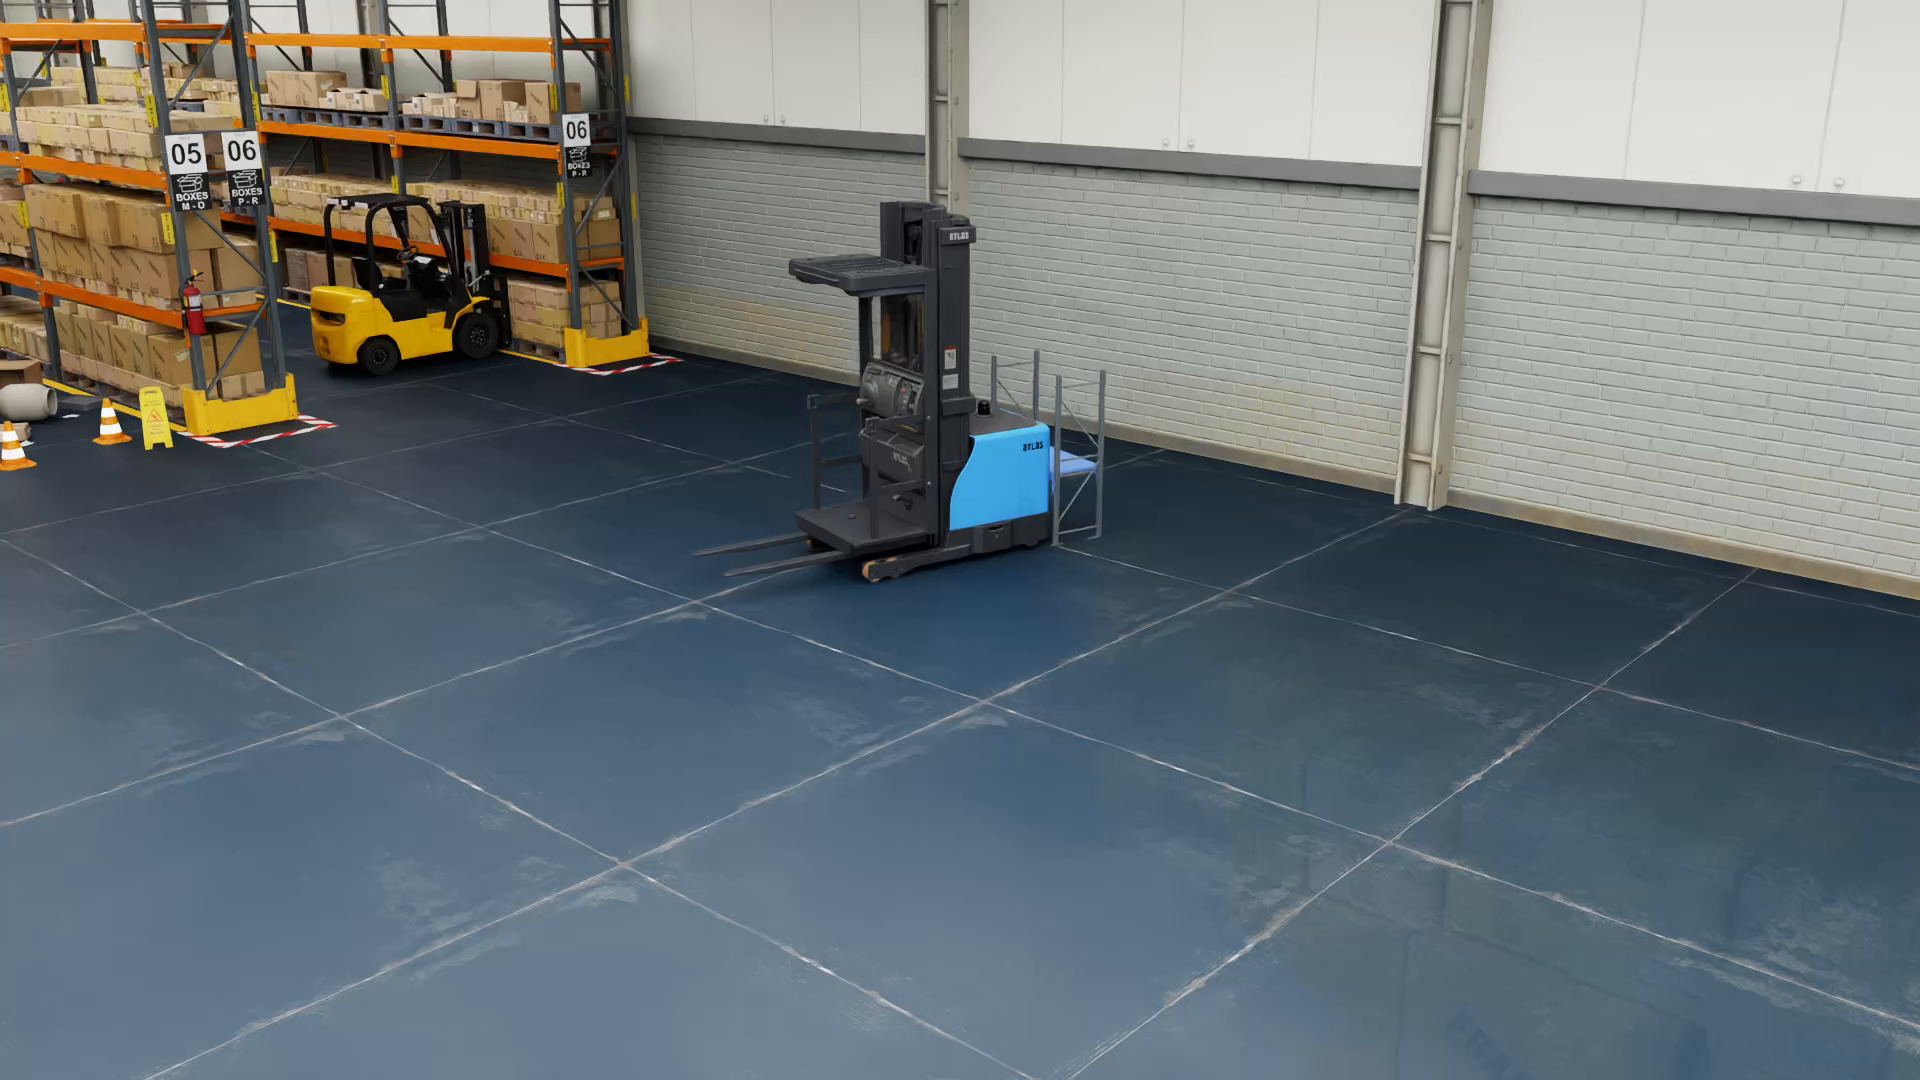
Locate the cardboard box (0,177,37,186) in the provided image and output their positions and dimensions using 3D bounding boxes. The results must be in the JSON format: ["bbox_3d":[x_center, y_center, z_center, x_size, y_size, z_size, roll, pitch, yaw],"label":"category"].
[{"bbox_3d":[-12.572,-4.755,22.211,0.250,0.149,0.380,14,22,37],"label":"cardboard box"}]

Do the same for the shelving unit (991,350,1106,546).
[{"bbox_3d":[0.762,-0.837,14.769,0.538,1.500,1.048,-10,20,-30],"label":"shelving unit"}]

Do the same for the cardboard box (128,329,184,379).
[{"bbox_3d":[-9.164,-2.167,19.093,0.500,0.500,0.500,16,24,41],"label":"cardboard box"}]

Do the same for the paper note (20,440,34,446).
[{"bbox_3d":[-10.028,-1.039,17.834,0.142,0.019,0.148,7,19,21],"label":"paper note"}]

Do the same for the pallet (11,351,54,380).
[{"bbox_3d":[-11.575,-2.344,21.650,1.213,0.211,1.003,15,23,39],"label":"pallet"}]

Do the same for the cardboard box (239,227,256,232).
[{"bbox_3d":[-12.220,-5.306,28.739,0.250,0.149,0.380,15,23,40],"label":"cardboard box"}]

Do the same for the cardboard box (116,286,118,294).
[{"bbox_3d":[-9.552,-2.933,19.309,0.250,0.149,0.380,15,23,39],"label":"cardboard box"}]

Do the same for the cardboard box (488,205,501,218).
[{"bbox_3d":[-6.129,-4.453,22.447,0.250,0.149,0.380,15,23,40],"label":"cardboard box"}]

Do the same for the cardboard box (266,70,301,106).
[{"bbox_3d":[-10.311,-6.969,25.628,0.500,0.500,0.500,15,23,40],"label":"cardboard box"}]

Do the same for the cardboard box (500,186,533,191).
[{"bbox_3d":[-6.155,-4.822,23.117,0.250,0.149,0.380,16,24,41],"label":"cardboard box"}]

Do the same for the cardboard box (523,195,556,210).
[{"bbox_3d":[-5.534,-4.450,21.945,0.250,0.149,0.380,16,23,40],"label":"cardboard box"}]

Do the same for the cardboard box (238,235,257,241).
[{"bbox_3d":[-11.788,-4.978,27.704,0.250,0.149,0.380,16,24,41],"label":"cardboard box"}]

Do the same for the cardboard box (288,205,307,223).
[{"bbox_3d":[-10.149,-5.126,26.054,0.500,0.250,0.500,14,23,38],"label":"cardboard box"}]

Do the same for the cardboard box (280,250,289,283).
[{"bbox_3d":[-11.150,-4.489,27.237,0.500,0.500,0.500,16,24,41],"label":"cardboard box"}]

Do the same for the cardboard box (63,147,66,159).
[{"bbox_3d":[-10.150,-4.504,19.301,0.250,0.149,0.380,14,22,38],"label":"cardboard box"}]

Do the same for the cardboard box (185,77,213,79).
[{"bbox_3d":[-12.981,-7.818,28.394,0.250,0.149,0.380,14,23,38],"label":"cardboard box"}]

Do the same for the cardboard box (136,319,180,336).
[{"bbox_3d":[-9.091,-2.431,18.852,0.250,0.149,0.380,16,24,41],"label":"cardboard box"}]

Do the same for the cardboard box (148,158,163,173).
[{"bbox_3d":[-8.452,-4.033,17.816,0.250,0.149,0.380,15,23,39],"label":"cardboard box"}]

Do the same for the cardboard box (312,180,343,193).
[{"bbox_3d":[-9.676,-5.414,25.474,0.250,0.149,0.380,16,23,40],"label":"cardboard box"}]

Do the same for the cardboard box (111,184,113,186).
[{"bbox_3d":[-15.470,-6.485,30.501,0.250,0.149,0.380,16,23,40],"label":"cardboard box"}]

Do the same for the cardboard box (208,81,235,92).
[{"bbox_3d":[-11.925,-7.347,26.941,0.250,0.149,0.380,14,23,38],"label":"cardboard box"}]

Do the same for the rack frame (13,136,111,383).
[{"bbox_3d":[-10.991,-3.517,20.736,0.127,3.000,1.000,15,23,39],"label":"rack frame"}]

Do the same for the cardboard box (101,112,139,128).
[{"bbox_3d":[-9.331,-4.685,18.553,0.250,0.149,0.380,14,22,38],"label":"cardboard box"}]

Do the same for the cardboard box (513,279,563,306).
[{"bbox_3d":[-5.645,-3.327,22.336,0.500,0.250,0.500,16,23,40],"label":"cardboard box"}]

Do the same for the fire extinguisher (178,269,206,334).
[{"bbox_3d":[-8.220,-2.550,17.816,0.183,0.674,0.296,15,23,39],"label":"fire extinguisher"}]

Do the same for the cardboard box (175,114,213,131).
[{"bbox_3d":[-8.329,-4.569,18.188,0.250,0.149,0.380,15,23,39],"label":"cardboard box"}]

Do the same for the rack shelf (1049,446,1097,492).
[{"bbox_3d":[0.762,-0.666,14.823,0.538,0.185,1.000,-10,20,-30],"label":"rack shelf"}]

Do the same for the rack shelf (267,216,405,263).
[{"bbox_3d":[-9.195,-4.700,25.651,4.000,0.370,1.077,15,23,39],"label":"rack shelf"}]

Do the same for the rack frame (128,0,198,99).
[{"bbox_3d":[-13.683,-9.107,28.431,0.127,3.000,1.000,15,23,39],"label":"rack frame"}]

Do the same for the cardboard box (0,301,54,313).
[{"bbox_3d":[-13.010,-3.006,22.775,0.625,0.372,0.950,14,23,38],"label":"cardboard box"}]

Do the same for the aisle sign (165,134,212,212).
[{"bbox_3d":[-8.146,-3.875,17.566,0.004,0.787,0.394,15,23,39],"label":"aisle sign"}]

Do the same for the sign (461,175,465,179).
[{"bbox_3d":[-7.332,-5.217,24.531,0.005,0.325,0.100,15,23,39],"label":"sign"}]

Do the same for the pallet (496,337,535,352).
[{"bbox_3d":[-6.216,-2.898,23.394,1.213,0.211,1.003,15,23,39],"label":"pallet"}]

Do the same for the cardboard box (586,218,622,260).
[{"bbox_3d":[-4.894,-4.048,22.243,0.500,0.500,0.500,16,24,41],"label":"cardboard box"}]

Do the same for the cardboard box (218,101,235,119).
[{"bbox_3d":[-11.613,-6.951,26.846,0.500,0.250,0.500,15,23,39],"label":"cardboard box"}]

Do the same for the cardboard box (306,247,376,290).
[{"bbox_3d":[-9.740,-4.255,26.291,0.625,0.625,0.875,16,24,41],"label":"cardboard box"}]

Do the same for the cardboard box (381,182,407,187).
[{"bbox_3d":[-8.546,-5.336,25.227,0.250,0.149,0.380,15,23,39],"label":"cardboard box"}]

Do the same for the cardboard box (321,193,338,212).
[{"bbox_3d":[-9.369,-5.160,25.333,0.500,0.250,0.500,15,23,40],"label":"cardboard box"}]

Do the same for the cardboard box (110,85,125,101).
[{"bbox_3d":[-14.606,-7.890,29.311,0.500,0.250,0.500,14,22,37],"label":"cardboard box"}]

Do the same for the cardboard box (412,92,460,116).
[{"bbox_3d":[-7.239,-6.054,23.058,0.500,0.311,0.500,16,23,40],"label":"cardboard box"}]

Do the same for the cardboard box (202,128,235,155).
[{"bbox_3d":[-8.199,-4.376,18.238,0.500,0.250,0.500,15,23,38],"label":"cardboard box"}]

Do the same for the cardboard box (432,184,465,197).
[{"bbox_3d":[-7.206,-4.927,23.450,0.250,0.149,0.380,14,23,38],"label":"cardboard box"}]

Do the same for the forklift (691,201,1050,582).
[{"bbox_3d":[-0.736,-1.237,13.664,3.031,2.935,1.130,-11,21,-31],"label":"forklift"}]

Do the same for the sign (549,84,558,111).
[{"bbox_3d":[-5.078,-5.532,20.793,0.005,0.325,0.100,15,23,39],"label":"sign"}]

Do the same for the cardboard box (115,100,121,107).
[{"bbox_3d":[-14.705,-7.719,29.432,0.250,0.149,0.380,15,23,39],"label":"cardboard box"}]

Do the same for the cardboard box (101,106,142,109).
[{"bbox_3d":[-9.948,-5.063,19.746,0.250,0.149,0.380,16,24,41],"label":"cardboard box"}]

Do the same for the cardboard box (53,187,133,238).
[{"bbox_3d":[-10.081,-3.832,19.416,0.500,0.500,0.700,14,23,38],"label":"cardboard box"}]

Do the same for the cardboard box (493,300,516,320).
[{"bbox_3d":[-6.047,-3.195,22.745,0.500,0.250,0.500,14,23,38],"label":"cardboard box"}]

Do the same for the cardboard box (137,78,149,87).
[{"bbox_3d":[-13.751,-7.788,28.298,0.250,0.149,0.380,16,24,41],"label":"cardboard box"}]

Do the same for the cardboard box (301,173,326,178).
[{"bbox_3d":[-10.314,-5.782,26.633,0.250,0.149,0.380,16,24,41],"label":"cardboard box"}]

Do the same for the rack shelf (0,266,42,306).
[{"bbox_3d":[-12.487,-3.576,22.110,4.000,0.370,1.077,15,23,39],"label":"rack shelf"}]

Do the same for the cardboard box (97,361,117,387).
[{"bbox_3d":[-9.924,-2.017,19.859,0.500,0.250,0.500,15,23,39],"label":"cardboard box"}]

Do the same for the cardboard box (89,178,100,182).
[{"bbox_3d":[-15.756,-6.767,30.731,0.500,0.250,0.500,14,23,38],"label":"cardboard box"}]

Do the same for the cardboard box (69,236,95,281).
[{"bbox_3d":[-10.089,-3.356,19.571,0.500,0.500,0.500,15,23,39],"label":"cardboard box"}]
